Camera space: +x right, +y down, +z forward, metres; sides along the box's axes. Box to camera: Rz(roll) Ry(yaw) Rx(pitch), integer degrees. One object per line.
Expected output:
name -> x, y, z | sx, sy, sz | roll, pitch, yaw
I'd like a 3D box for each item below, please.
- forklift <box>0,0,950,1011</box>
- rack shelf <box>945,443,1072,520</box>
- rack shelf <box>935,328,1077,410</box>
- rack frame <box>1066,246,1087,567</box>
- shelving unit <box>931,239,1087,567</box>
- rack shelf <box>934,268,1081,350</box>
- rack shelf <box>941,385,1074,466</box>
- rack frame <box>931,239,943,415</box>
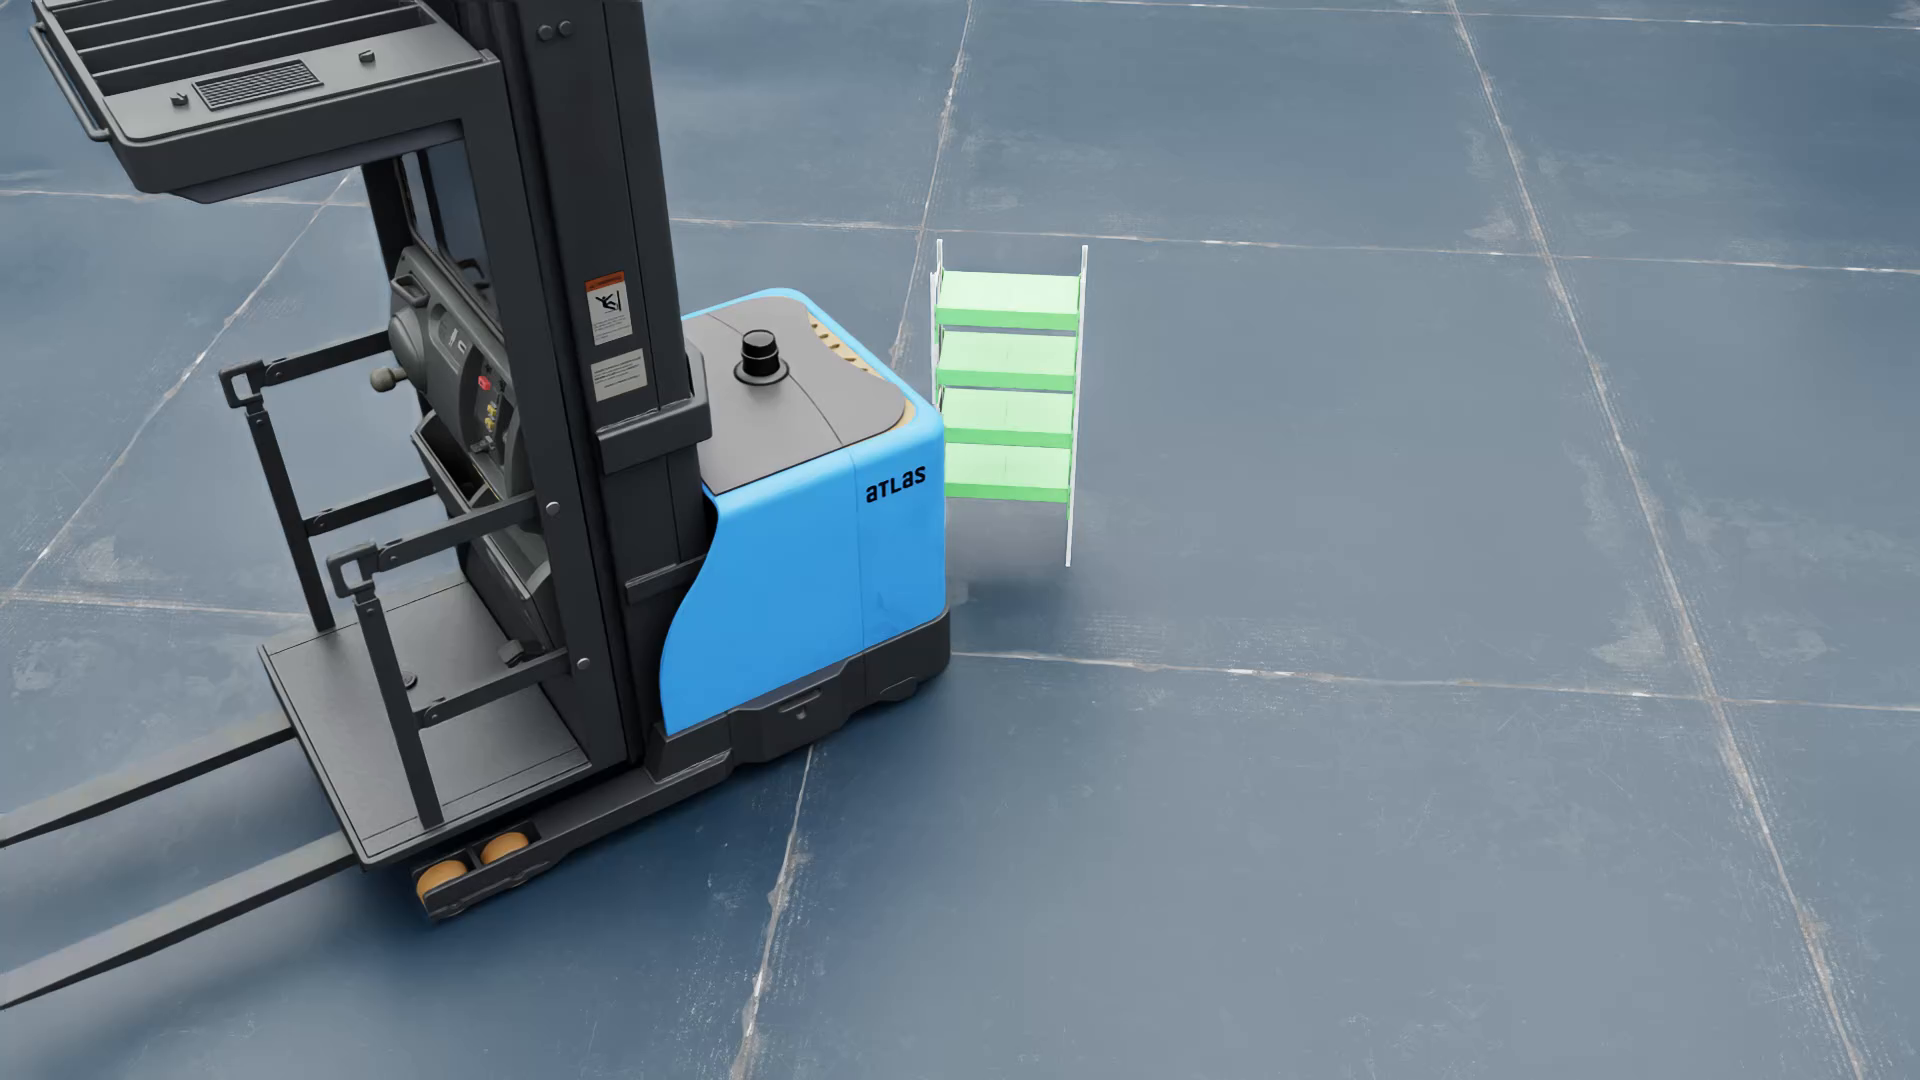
forklift -> -1.543, -0.412, 4.435 | 3.031, 2.935, 1.130 | -23, 44, -25
rack shelf -> 0.165, -0.221, 6.052 | 0.480, 0.148, 0.258 | 3, 39, 4
rack shelf -> 0.165, -0.593, 5.749 | 0.480, 0.148, 0.258 | 3, 39, 4
rack frame -> 0.408, -0.443, 5.844 | 0.015, 1.200, 0.240 | 3, 39, 4
shelving unit -> 0.165, -0.456, 5.860 | 0.503, 1.200, 0.258 | 3, 39, 4
rack shelf -> 0.165, -0.779, 5.597 | 0.480, 0.148, 0.258 | 3, 39, 4
rack shelf -> 0.165, -0.407, 5.900 | 0.480, 0.148, 0.258 | 3, 39, 4
rack frame -> -0.078, -0.470, 5.876 | 0.015, 1.200, 0.240 | 3, 39, 4
